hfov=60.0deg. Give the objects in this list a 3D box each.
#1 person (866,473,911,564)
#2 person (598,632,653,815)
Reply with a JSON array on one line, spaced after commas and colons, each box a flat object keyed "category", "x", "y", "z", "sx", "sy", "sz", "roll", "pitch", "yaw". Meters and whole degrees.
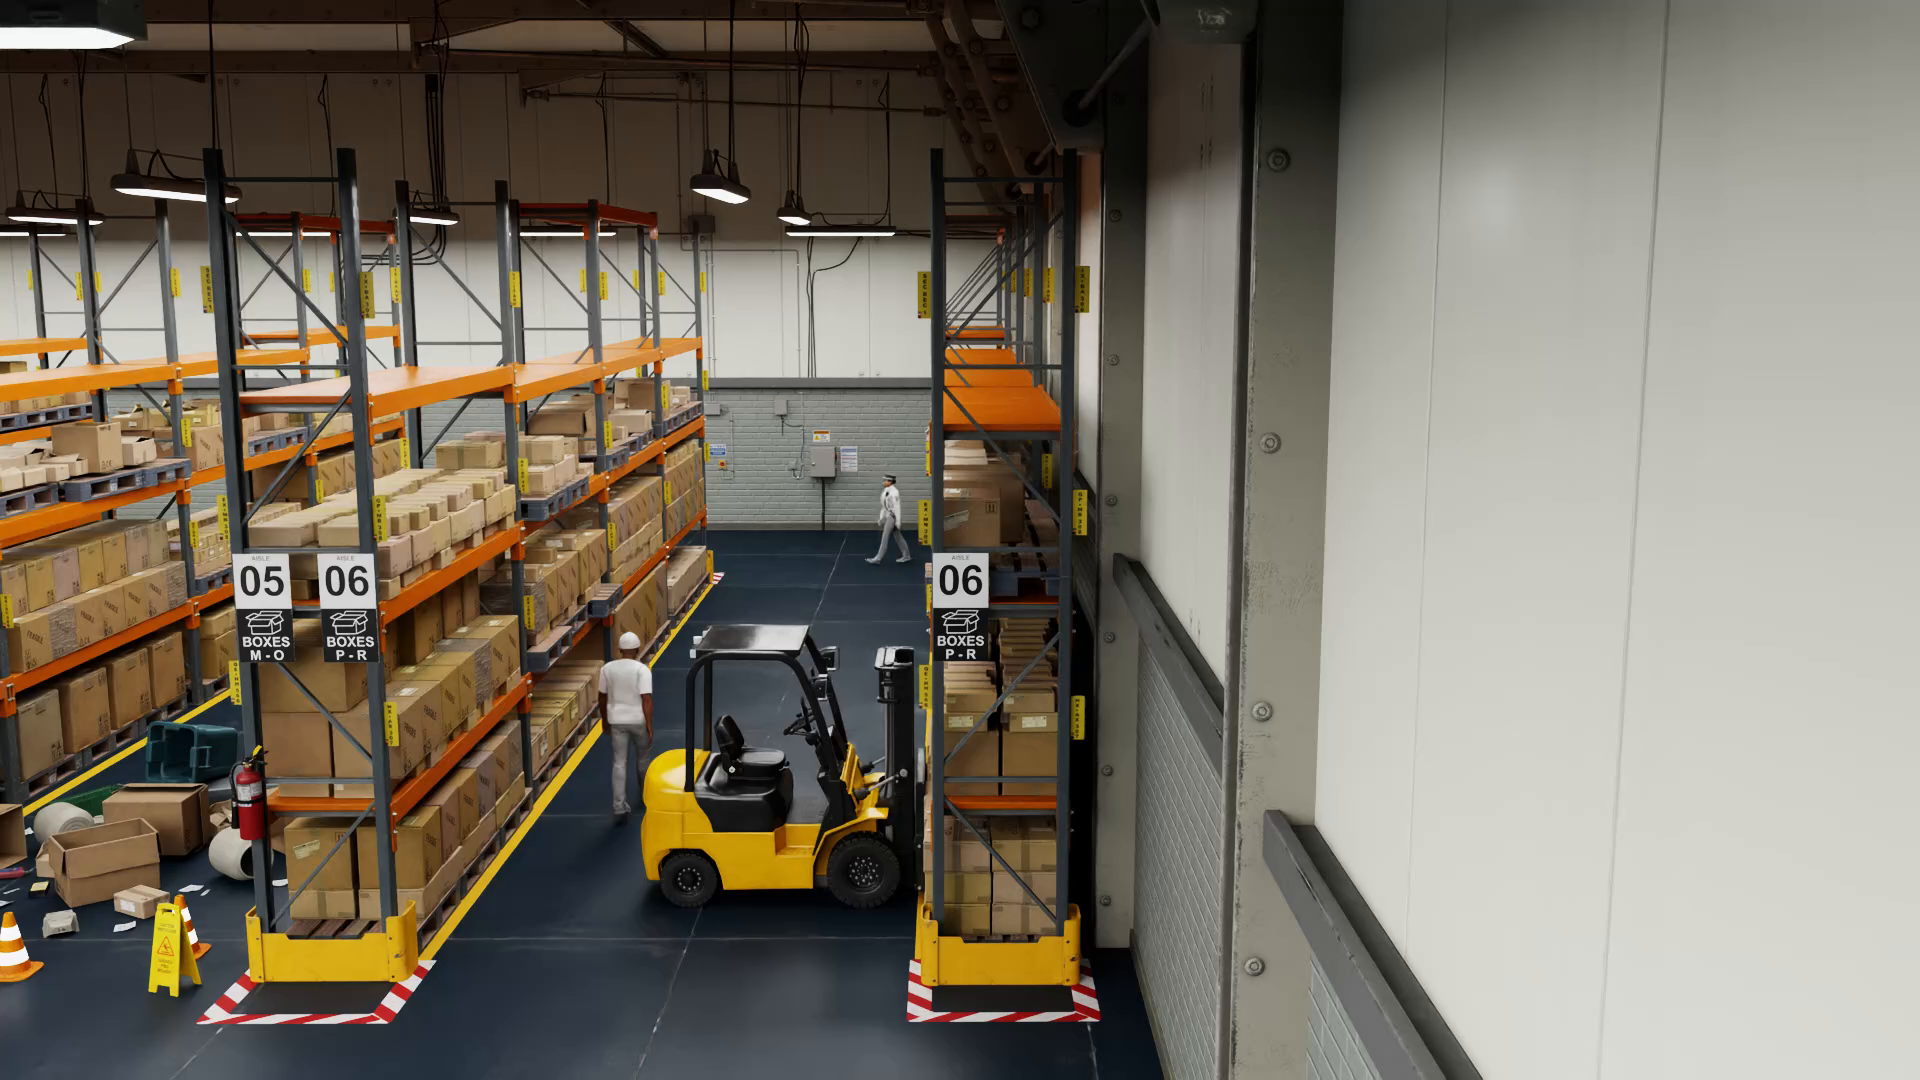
[{"category": "person", "x": -1.280, "y": -0.392, "z": 29.684, "sx": 0.858, "sy": 1.641, "sz": 0.520, "roll": -3, "pitch": 10, "yaw": -18}, {"category": "person", "x": -3.229, "y": 1.743, "z": 16.126, "sx": 0.574, "sy": 1.702, "sz": 1.091, "roll": 0, "pitch": 9, "yaw": -2}]
